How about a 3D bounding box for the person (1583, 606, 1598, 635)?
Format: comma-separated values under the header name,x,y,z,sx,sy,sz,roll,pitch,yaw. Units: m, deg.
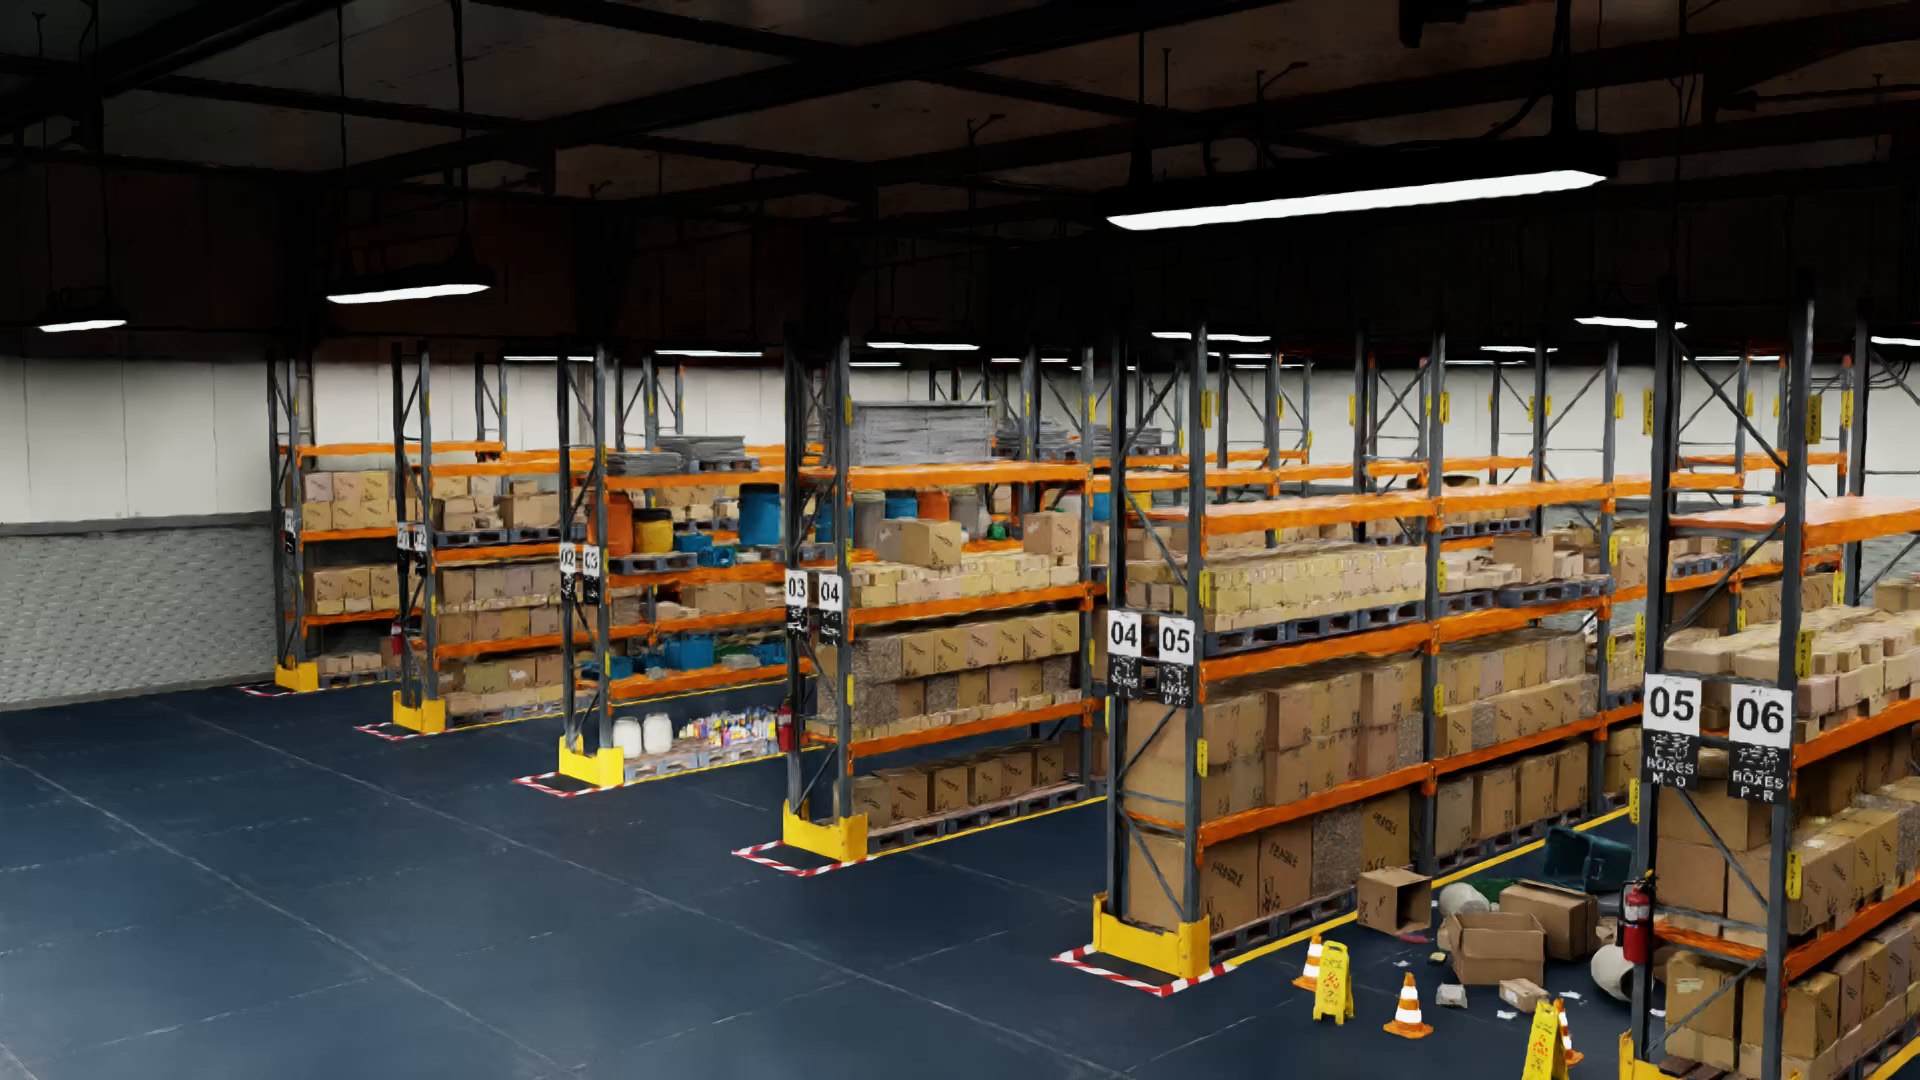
name,x,y,z,sx,sy,sz,roll,pitch,yaw
person,10.920,1.841,28.642,0.558,1.680,0.395,-2,5,-24
